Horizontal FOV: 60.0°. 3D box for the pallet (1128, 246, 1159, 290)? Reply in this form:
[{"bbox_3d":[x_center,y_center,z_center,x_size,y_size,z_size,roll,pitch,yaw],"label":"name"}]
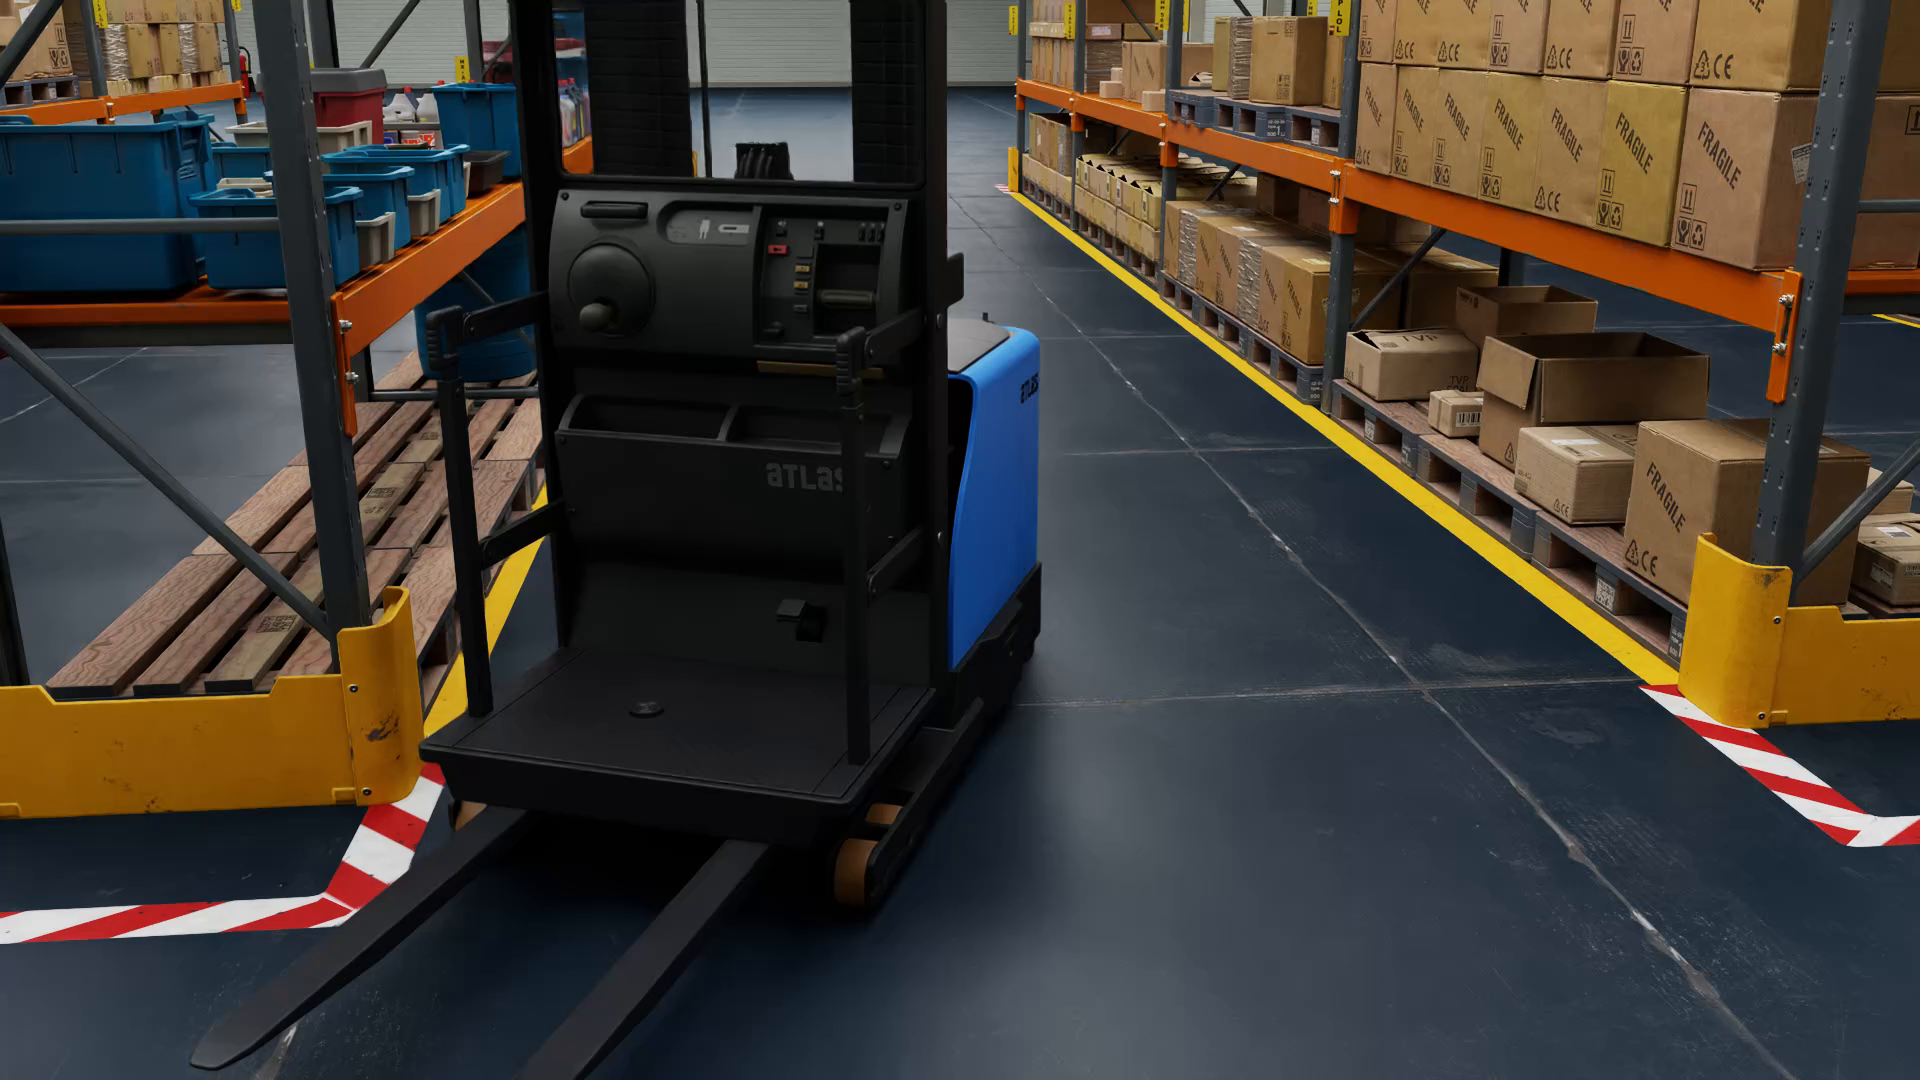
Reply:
[{"bbox_3d":[1.962,-2.218,13.391,1.003,0.211,1.213,-2,18,-6],"label":"pallet"}]

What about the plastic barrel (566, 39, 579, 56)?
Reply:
[{"bbox_3d":[-3.375,-3.897,13.854,0.433,0.535,0.433,0,17,0],"label":"plastic barrel"}]

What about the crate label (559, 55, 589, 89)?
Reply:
[{"bbox_3d":[-2.753,-3.472,12.668,0.502,0.435,0.616,-2,18,-6],"label":"crate label"}]

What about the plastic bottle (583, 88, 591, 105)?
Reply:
[{"bbox_3d":[-2.395,-2.762,10.681,0.097,0.271,0.097,0,17,0],"label":"plastic bottle"}]

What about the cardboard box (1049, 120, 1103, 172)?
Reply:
[{"bbox_3d":[1.235,-4.170,17.589,0.500,0.500,0.500,-2,18,-6],"label":"cardboard box"}]

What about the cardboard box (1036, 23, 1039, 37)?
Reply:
[{"bbox_3d":[1.064,-5.766,18.787,0.380,0.149,0.250,-2,18,-5],"label":"cardboard box"}]

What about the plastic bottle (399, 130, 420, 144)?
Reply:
[{"bbox_3d":[-2.747,-1.981,8.310,0.097,0.201,0.097,0,17,0],"label":"plastic bottle"}]

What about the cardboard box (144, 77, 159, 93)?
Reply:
[{"bbox_3d":[-8.067,-4.441,16.234,0.380,0.149,0.250,-2,18,-6],"label":"cardboard box"}]

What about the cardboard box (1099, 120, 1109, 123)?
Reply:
[{"bbox_3d":[1.756,-4.186,17.640,0.500,0.500,0.500,-2,18,-6],"label":"cardboard box"}]

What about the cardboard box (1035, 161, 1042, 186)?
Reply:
[{"bbox_3d":[1.123,-4.110,18.649,0.500,0.250,0.500,-2,18,-6],"label":"cardboard box"}]

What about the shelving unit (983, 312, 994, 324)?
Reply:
[{"bbox_3d":[0.001,-0.427,6.535,0.258,0.900,0.210,-2,18,-6],"label":"shelving unit"}]

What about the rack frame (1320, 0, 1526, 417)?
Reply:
[{"bbox_3d":[2.421,-2.111,8.392,1.000,3.000,0.127,-2,18,-6],"label":"rack frame"}]

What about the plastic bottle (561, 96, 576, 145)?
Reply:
[{"bbox_3d":[-2.279,-2.427,9.616,0.097,0.271,0.097,0,17,0],"label":"plastic bottle"}]

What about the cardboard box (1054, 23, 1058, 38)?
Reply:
[{"bbox_3d":[1.195,-5.383,17.566,0.380,0.149,0.250,-1,17,-4],"label":"cardboard box"}]

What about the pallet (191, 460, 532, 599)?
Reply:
[{"bbox_3d":[-2.263,-0.046,6.471,1.003,0.211,1.213,-2,18,-6],"label":"pallet"}]

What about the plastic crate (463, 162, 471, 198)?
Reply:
[{"bbox_3d":[-2.028,-1.352,6.315,0.293,0.136,0.466,-2,18,-6],"label":"plastic crate"}]

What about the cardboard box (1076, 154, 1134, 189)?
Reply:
[{"bbox_3d":[1.391,-3.519,15.832,0.500,0.311,0.500,-2,18,-5],"label":"cardboard box"}]

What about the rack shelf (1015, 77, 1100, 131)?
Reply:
[{"bbox_3d":[1.389,-4.747,17.990,1.077,0.370,4.000,-2,18,-6],"label":"rack shelf"}]

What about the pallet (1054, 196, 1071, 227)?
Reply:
[{"bbox_3d":[1.555,-3.402,17.160,1.003,0.211,1.213,-2,18,-6],"label":"pallet"}]

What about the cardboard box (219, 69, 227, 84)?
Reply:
[{"bbox_3d":[-8.436,-5.182,18.596,0.380,0.149,0.250,-2,18,-6],"label":"cardboard box"}]

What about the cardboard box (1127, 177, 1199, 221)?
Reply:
[{"bbox_3d":[1.649,-2.761,13.418,0.500,0.311,0.500,-2,18,-6],"label":"cardboard box"}]

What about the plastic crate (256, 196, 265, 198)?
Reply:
[{"bbox_3d":[-2.374,-0.994,5.175,0.396,0.136,0.243,-2,18,-6],"label":"plastic crate"}]

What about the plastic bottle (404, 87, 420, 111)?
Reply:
[{"bbox_3d":[-2.946,-2.254,8.931,0.144,0.351,0.185,-2,18,-6],"label":"plastic bottle"}]

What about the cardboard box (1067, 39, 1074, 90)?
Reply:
[{"bbox_3d":[1.483,-4.831,16.889,0.700,0.500,0.500,-2,18,-6],"label":"cardboard box"}]

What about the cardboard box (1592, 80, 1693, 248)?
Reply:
[{"bbox_3d":[2.459,-1.246,5.471,0.500,0.500,0.500,-2,18,-5],"label":"cardboard box"}]

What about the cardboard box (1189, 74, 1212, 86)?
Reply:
[{"bbox_3d":[2.014,-3.369,12.551,0.500,0.311,0.500,-1,17,-2],"label":"cardboard box"}]

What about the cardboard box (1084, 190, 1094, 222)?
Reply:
[{"bbox_3d":[1.442,-3.102,15.440,0.500,0.250,0.500,-1,17,-4],"label":"cardboard box"}]

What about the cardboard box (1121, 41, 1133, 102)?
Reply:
[{"bbox_3d":[1.713,-4.155,14.738,0.500,0.500,0.500,-1,17,-2],"label":"cardboard box"}]

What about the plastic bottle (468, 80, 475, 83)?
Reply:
[{"bbox_3d":[-2.903,-2.572,9.943,0.144,0.351,0.185,-2,18,-6],"label":"plastic bottle"}]

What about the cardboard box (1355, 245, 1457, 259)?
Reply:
[{"bbox_3d":[2.547,-1.438,9.688,0.500,0.500,0.500,-2,17,-5],"label":"cardboard box"}]

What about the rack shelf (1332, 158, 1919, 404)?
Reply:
[{"bbox_3d":[2.627,-1.171,6.602,1.077,0.370,4.000,-2,18,-6],"label":"rack shelf"}]

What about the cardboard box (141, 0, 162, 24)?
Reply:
[{"bbox_3d":[-8.156,-5.296,16.204,0.500,0.500,0.500,-2,18,-6],"label":"cardboard box"}]

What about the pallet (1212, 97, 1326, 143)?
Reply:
[{"bbox_3d":[2.213,-2.631,10.371,1.003,0.211,1.213,-2,18,-6],"label":"pallet"}]

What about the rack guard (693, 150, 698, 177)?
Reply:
[{"bbox_3d":[-3.690,-4.320,19.603,1.175,0.500,0.348,-2,18,-6],"label":"rack guard"}]

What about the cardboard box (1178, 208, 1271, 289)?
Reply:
[{"bbox_3d":[1.831,-2.019,11.540,0.500,0.500,0.500,-2,18,-8],"label":"cardboard box"}]

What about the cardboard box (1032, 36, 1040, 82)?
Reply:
[{"bbox_3d":[1.219,-5.594,19.321,0.700,0.500,0.500,-2,18,-6],"label":"cardboard box"}]

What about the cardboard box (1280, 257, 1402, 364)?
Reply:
[{"bbox_3d":[2.085,-1.266,9.140,0.500,0.500,0.500,-2,18,-6],"label":"cardboard box"}]

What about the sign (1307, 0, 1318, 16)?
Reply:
[{"bbox_3d":[2.547,-3.836,12.089,0.100,0.325,0.005,-2,18,-6],"label":"sign"}]

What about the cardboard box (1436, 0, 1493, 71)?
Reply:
[{"bbox_3d":[2.296,-2.179,6.775,0.500,0.500,0.500,-2,18,-7],"label":"cardboard box"}]

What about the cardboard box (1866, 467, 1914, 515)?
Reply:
[{"bbox_3d":[3.008,-0.137,5.960,0.500,0.250,0.500,-2,18,-6],"label":"cardboard box"}]

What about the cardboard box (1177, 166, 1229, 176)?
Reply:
[{"bbox_3d":[2.080,-3.085,14.448,0.500,0.311,0.500,-2,18,-6],"label":"cardboard box"}]

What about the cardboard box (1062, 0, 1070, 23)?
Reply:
[{"bbox_3d":[1.439,-5.592,17.150,0.700,0.500,0.500,-2,18,-6],"label":"cardboard box"}]

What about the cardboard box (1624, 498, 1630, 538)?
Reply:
[{"bbox_3d":[2.580,-0.055,5.839,0.380,0.166,0.250,-2,18,-6],"label":"cardboard box"}]

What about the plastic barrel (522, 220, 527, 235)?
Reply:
[{"bbox_3d":[-2.619,-1.531,9.349,0.600,0.901,0.708,-2,18,-6],"label":"plastic barrel"}]

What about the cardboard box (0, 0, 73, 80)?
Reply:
[{"bbox_3d":[-8.316,-4.435,14.092,1.000,1.000,1.000,-2,18,-5],"label":"cardboard box"}]

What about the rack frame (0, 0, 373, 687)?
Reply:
[{"bbox_3d":[-2.094,-0.767,4.112,1.000,3.000,0.127,-2,18,-6],"label":"rack frame"}]

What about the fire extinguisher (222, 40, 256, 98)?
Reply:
[{"bbox_3d":[-8.224,-5.392,18.974,0.296,0.674,0.183,-2,18,-6],"label":"fire extinguisher"}]

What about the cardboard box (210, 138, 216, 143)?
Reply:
[{"bbox_3d":[-8.623,-4.202,18.526,0.500,0.500,0.500,1,17,5],"label":"cardboard box"}]

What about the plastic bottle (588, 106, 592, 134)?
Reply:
[{"bbox_3d":[-2.375,-2.671,10.507,0.097,0.201,0.097,0,17,0],"label":"plastic bottle"}]

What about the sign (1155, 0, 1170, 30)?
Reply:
[{"bbox_3d":[1.456,-3.837,11.957,0.100,0.325,0.005,-2,18,-6],"label":"sign"}]

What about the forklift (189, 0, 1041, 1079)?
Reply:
[{"bbox_3d":[-0.635,-0.661,3.889,1.130,2.935,3.031,5,18,15],"label":"forklift"}]

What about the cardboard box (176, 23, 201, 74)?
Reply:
[{"bbox_3d":[-8.462,-5.110,17.283,0.875,0.500,0.500,-2,18,-6],"label":"cardboard box"}]

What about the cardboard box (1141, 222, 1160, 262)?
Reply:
[{"bbox_3d":[1.711,-2.340,13.012,0.500,0.250,0.500,-1,17,-4],"label":"cardboard box"}]

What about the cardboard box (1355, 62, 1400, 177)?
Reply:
[{"bbox_3d":[2.202,-1.998,7.866,0.500,0.500,0.500,-1,17,-4],"label":"cardboard box"}]

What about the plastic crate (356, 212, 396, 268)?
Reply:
[{"bbox_3d":[-1.743,-0.852,4.722,0.250,0.136,0.298,-2,18,-6],"label":"plastic crate"}]
